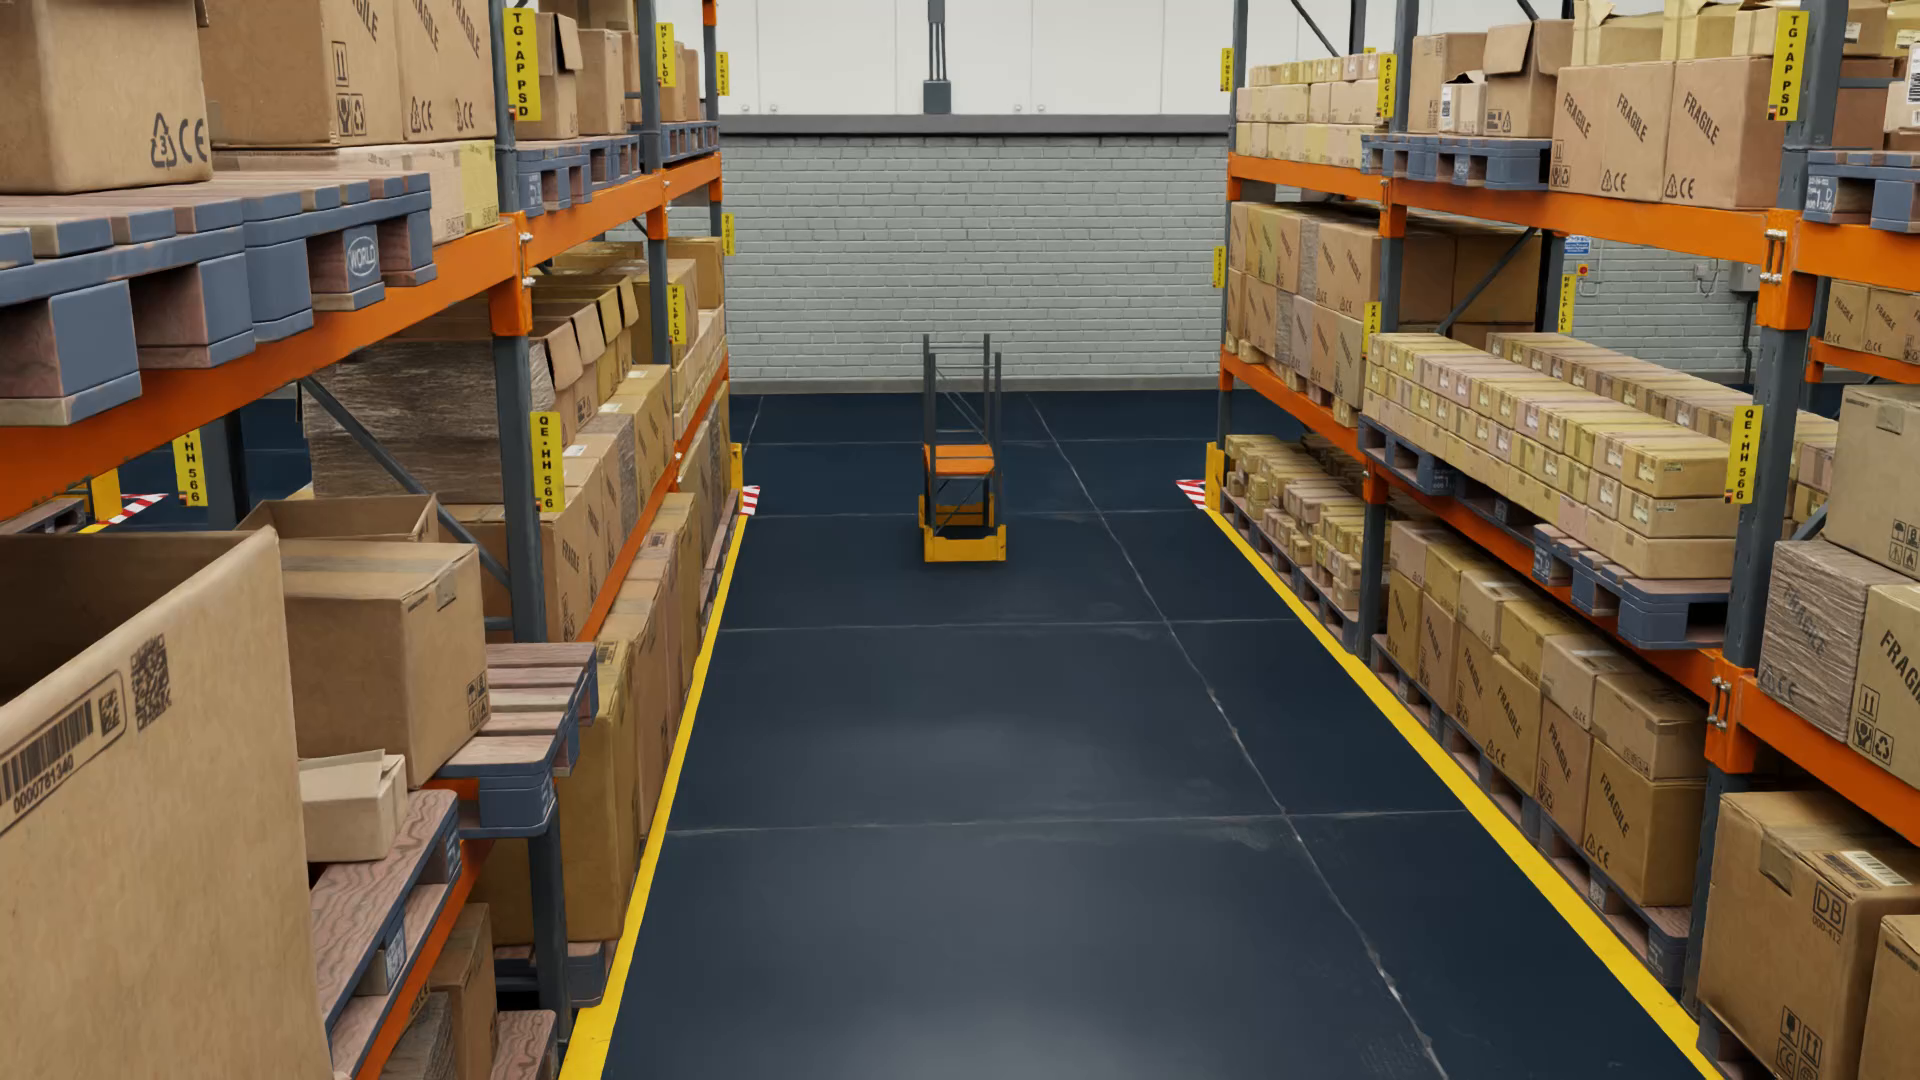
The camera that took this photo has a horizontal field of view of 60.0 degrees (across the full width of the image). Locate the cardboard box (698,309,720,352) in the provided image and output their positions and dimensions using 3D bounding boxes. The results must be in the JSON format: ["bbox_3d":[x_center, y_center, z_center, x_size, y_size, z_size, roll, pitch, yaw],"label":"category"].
[{"bbox_3d":[-2.029,-1.533,12.168,0.500,0.250,0.500,-1,14,-4],"label":"cardboard box"}]

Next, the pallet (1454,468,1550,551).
[{"bbox_3d":[2.934,-0.165,7.531,1.003,0.211,1.213,-1,14,-3],"label":"pallet"}]

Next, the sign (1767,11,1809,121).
[{"bbox_3d":[2.556,-1.461,5.127,0.100,0.325,0.005,-1,14,-3],"label":"sign"}]

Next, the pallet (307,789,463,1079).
[{"bbox_3d":[-1.695,0.870,3.509,1.003,0.211,1.213,-1,14,-3],"label":"pallet"}]

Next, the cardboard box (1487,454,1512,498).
[{"bbox_3d":[2.534,-0.282,7.265,0.380,0.149,0.250,0,14,-2],"label":"cardboard box"}]

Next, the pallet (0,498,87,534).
[{"bbox_3d":[-7.285,-0.071,12.380,1.003,0.211,1.213,-1,14,-3],"label":"pallet"}]

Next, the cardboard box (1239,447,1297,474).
[{"bbox_3d":[2.321,-0.599,12.521,0.380,0.149,0.250,-1,14,-4],"label":"cardboard box"}]

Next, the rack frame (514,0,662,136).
[{"bbox_3d":[-2.107,-3.615,8.515,1.000,3.000,0.127,-1,14,-3],"label":"rack frame"}]

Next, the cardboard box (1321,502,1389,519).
[{"bbox_3d":[2.552,-0.146,10.760,0.380,0.149,0.250,0,14,-2],"label":"cardboard box"}]

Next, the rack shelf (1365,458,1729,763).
[{"bbox_3d":[2.974,0.085,7.619,1.077,0.370,4.000,-1,14,-3],"label":"rack shelf"}]

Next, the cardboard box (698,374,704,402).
[{"bbox_3d":[-1.874,-0.989,10.853,0.380,0.149,0.250,-1,14,-3],"label":"cardboard box"}]

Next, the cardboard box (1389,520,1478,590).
[{"bbox_3d":[2.632,0.071,8.898,0.500,0.250,0.500,-2,15,-6],"label":"cardboard box"}]

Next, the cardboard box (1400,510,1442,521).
[{"bbox_3d":[3.013,-0.092,10.548,0.380,0.149,0.250,-1,14,-4],"label":"cardboard box"}]

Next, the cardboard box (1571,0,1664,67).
[{"bbox_3d":[2.713,-2.054,6.732,0.396,0.266,0.258,-1,14,-3],"label":"cardboard box"}]

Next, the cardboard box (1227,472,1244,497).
[{"bbox_3d":[2.315,-0.443,13.106,0.380,0.149,0.250,-1,14,-2],"label":"cardboard box"}]

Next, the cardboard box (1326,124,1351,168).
[{"bbox_3d":[2.531,-2.383,10.049,0.500,0.250,0.500,-1,14,-4],"label":"cardboard box"}]

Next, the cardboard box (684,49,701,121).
[{"bbox_3d":[-2.269,-3.328,12.179,0.700,0.500,0.500,-2,15,-7],"label":"cardboard box"}]

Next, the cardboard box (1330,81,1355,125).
[{"bbox_3d":[2.547,-2.623,9.980,0.500,0.250,0.500,-1,15,-6],"label":"cardboard box"}]

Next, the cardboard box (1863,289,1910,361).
[{"bbox_3d":[7.339,-1.656,12.743,0.500,0.500,0.500,-1,14,-4],"label":"cardboard box"}]

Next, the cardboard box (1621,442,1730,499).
[{"bbox_3d":[2.610,-0.250,5.947,0.380,0.149,0.250,-1,15,-6],"label":"cardboard box"}]

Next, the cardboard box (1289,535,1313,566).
[{"bbox_3d":[2.422,0.067,11.125,0.380,0.149,0.250,-1,14,-4],"label":"cardboard box"}]

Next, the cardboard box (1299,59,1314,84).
[{"bbox_3d":[2.416,-3.033,10.774,0.380,0.149,0.250,-1,14,-4],"label":"cardboard box"}]

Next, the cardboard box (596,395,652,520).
[{"bbox_3d":[-1.742,-0.392,7.831,0.500,0.500,0.500,-1,14,-4],"label":"cardboard box"}]

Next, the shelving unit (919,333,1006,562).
[{"bbox_3d":[0.005,-0.707,12.266,0.587,1.500,1.083,-1,14,-3],"label":"shelving unit"}]

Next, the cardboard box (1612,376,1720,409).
[{"bbox_3d":[3.168,-0.642,7.471,0.380,0.149,0.250,-1,14,-4],"label":"cardboard box"}]

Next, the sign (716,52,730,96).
[{"bbox_3d":[-1.812,-3.552,12.674,0.100,0.325,0.005,-1,14,-3],"label":"sign"}]

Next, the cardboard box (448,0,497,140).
[{"bbox_3d":[-1.580,-1.343,4.502,0.500,0.500,0.500,-1,14,-2],"label":"cardboard box"}]

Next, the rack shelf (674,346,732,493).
[{"bbox_3d":[-2.230,-0.858,11.286,1.077,0.370,4.000,-1,14,-3],"label":"rack shelf"}]

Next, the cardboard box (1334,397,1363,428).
[{"bbox_3d":[2.474,-0.769,9.998,0.380,0.149,0.250,-1,14,-5],"label":"cardboard box"}]

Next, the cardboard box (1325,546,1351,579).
[{"bbox_3d":[2.484,0.132,10.275,0.380,0.149,0.250,-2,15,-6],"label":"cardboard box"}]

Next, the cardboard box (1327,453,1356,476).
[{"bbox_3d":[2.942,-0.547,12.318,0.380,0.149,0.250,-1,15,-6],"label":"cardboard box"}]

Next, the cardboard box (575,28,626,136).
[{"bbox_3d":[-2.061,-2.270,8.264,0.700,0.500,0.500,-1,14,-2],"label":"cardboard box"}]

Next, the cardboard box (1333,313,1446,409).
[{"bbox_3d":[2.538,-1.069,9.864,0.500,0.500,0.500,-1,14,-3],"label":"cardboard box"}]

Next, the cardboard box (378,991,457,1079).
[{"bbox_3d":[-1.750,1.587,4.471,0.700,0.500,0.500,-2,15,-8],"label":"cardboard box"}]

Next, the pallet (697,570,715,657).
[{"bbox_3d":[-2.076,0.451,10.350,1.003,0.211,1.213,-1,14,-3],"label":"pallet"}]

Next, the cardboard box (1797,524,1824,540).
[{"bbox_3d":[3.272,0.038,6.020,0.380,0.149,0.250,-1,14,-4],"label":"cardboard box"}]

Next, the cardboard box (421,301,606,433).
[{"bbox_3d":[-1.974,-0.759,7.244,0.797,0.503,0.637,0,14,-2],"label":"cardboard box"}]

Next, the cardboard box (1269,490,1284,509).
[{"bbox_3d":[2.461,-0.329,12.068,0.380,0.149,0.250,-2,15,-6],"label":"cardboard box"}]

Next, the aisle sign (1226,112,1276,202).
[{"bbox_3d":[2.298,-3.028,13.058,0.394,0.787,0.004,-1,14,-3],"label":"aisle sign"}]

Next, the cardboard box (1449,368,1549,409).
[{"bbox_3d":[2.497,-0.704,7.709,0.380,0.149,0.250,0,14,-1],"label":"cardboard box"}]

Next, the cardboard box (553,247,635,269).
[{"bbox_3d":[-2.525,-1.762,11.553,0.500,0.500,0.500,-1,14,-5],"label":"cardboard box"}]

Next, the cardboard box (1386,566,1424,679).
[{"bbox_3d":[2.631,0.434,8.992,0.500,0.500,0.500,0,14,-1],"label":"cardboard box"}]

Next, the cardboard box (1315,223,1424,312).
[{"bbox_3d":[2.514,-1.679,10.226,0.500,0.500,0.500,-1,14,-5],"label":"cardboard box"}]

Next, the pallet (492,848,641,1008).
[{"bbox_3d":[-1.832,1.439,6.510,1.003,0.211,1.213,-1,14,-3],"label":"pallet"}]

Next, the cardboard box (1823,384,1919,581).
[{"bbox_3d":[3.116,-0.187,5.025,0.700,0.500,0.500,-1,14,-4],"label":"cardboard box"}]

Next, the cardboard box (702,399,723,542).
[{"bbox_3d":[-2.179,-0.494,11.848,0.875,0.875,0.875,-1,14,-3],"label":"cardboard box"}]

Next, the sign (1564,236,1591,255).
[{"bbox_3d":[7.112,-3.404,19.195,0.327,0.218,0.001,-1,14,-3],"label":"sign"}]

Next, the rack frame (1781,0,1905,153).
[{"bbox_3d":[3.098,-2.671,4.849,1.000,3.000,0.127,-1,14,-3],"label":"rack frame"}]

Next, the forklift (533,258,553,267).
[{"bbox_3d":[-4.377,-2.055,14.631,3.031,2.935,1.130,8,17,29],"label":"forklift"}]

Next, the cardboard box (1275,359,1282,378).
[{"bbox_3d":[2.448,-1.226,11.775,0.380,0.149,0.250,-1,14,-5],"label":"cardboard box"}]

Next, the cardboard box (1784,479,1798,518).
[{"bbox_3d":[3.250,-0.182,6.280,0.380,0.149,0.250,0,14,-1],"label":"cardboard box"}]

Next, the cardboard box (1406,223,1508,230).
[{"bbox_3d":[3.018,-1.682,10.239,0.500,0.500,0.500,-1,14,-5],"label":"cardboard box"}]

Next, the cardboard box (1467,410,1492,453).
[{"bbox_3d":[2.514,-0.492,7.485,0.380,0.149,0.250,-1,14,-5],"label":"cardboard box"}]

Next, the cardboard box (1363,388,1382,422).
[{"bbox_3d":[2.415,-0.737,9.033,0.380,0.149,0.250,-2,15,-6],"label":"cardboard box"}]

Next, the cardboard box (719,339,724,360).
[{"bbox_3d":[-1.986,-1.434,12.585,0.380,0.149,0.250,-1,14,-3],"label":"cardboard box"}]
